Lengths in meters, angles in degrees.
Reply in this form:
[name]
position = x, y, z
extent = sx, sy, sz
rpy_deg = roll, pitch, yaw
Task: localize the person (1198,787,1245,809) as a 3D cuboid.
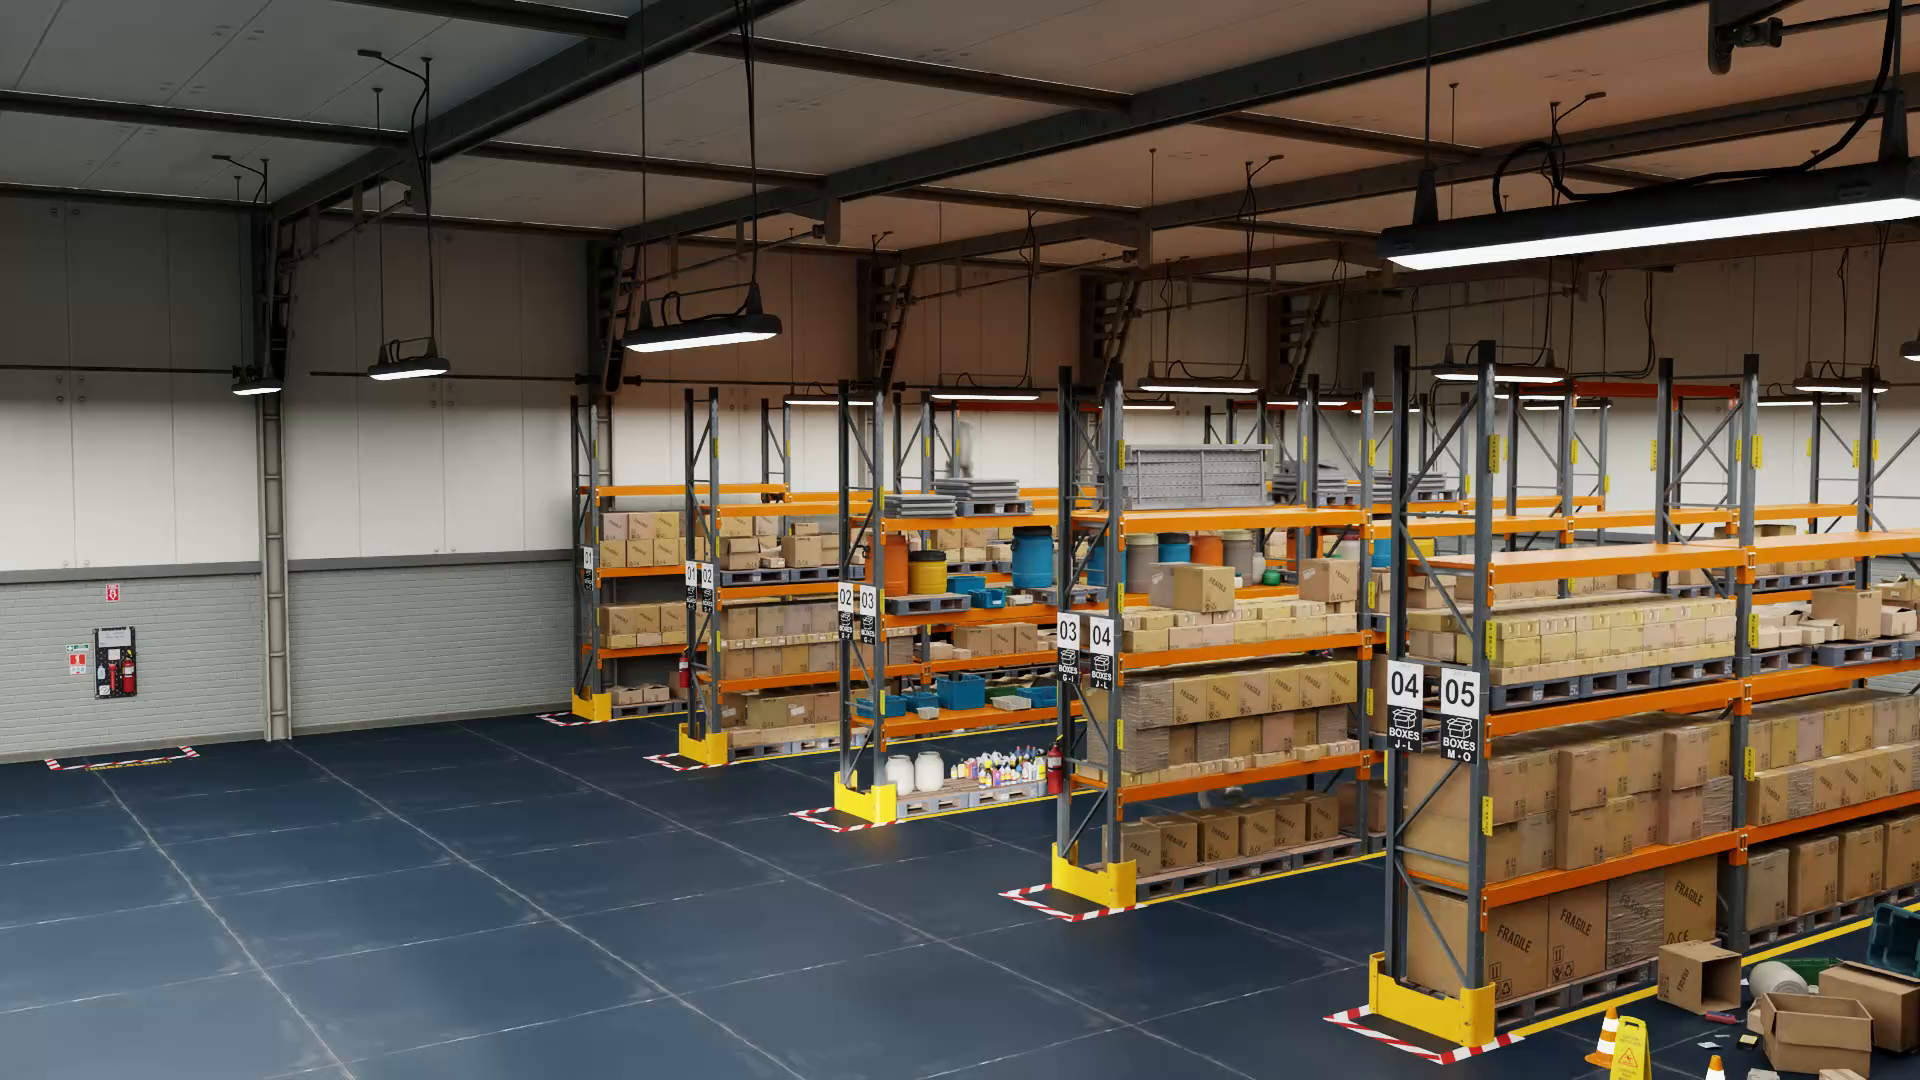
[person]
position = 3.445, 3.028, 22.241
extent = 0.879, 1.678, 0.593
rpy_deg = -3, 4, -37
